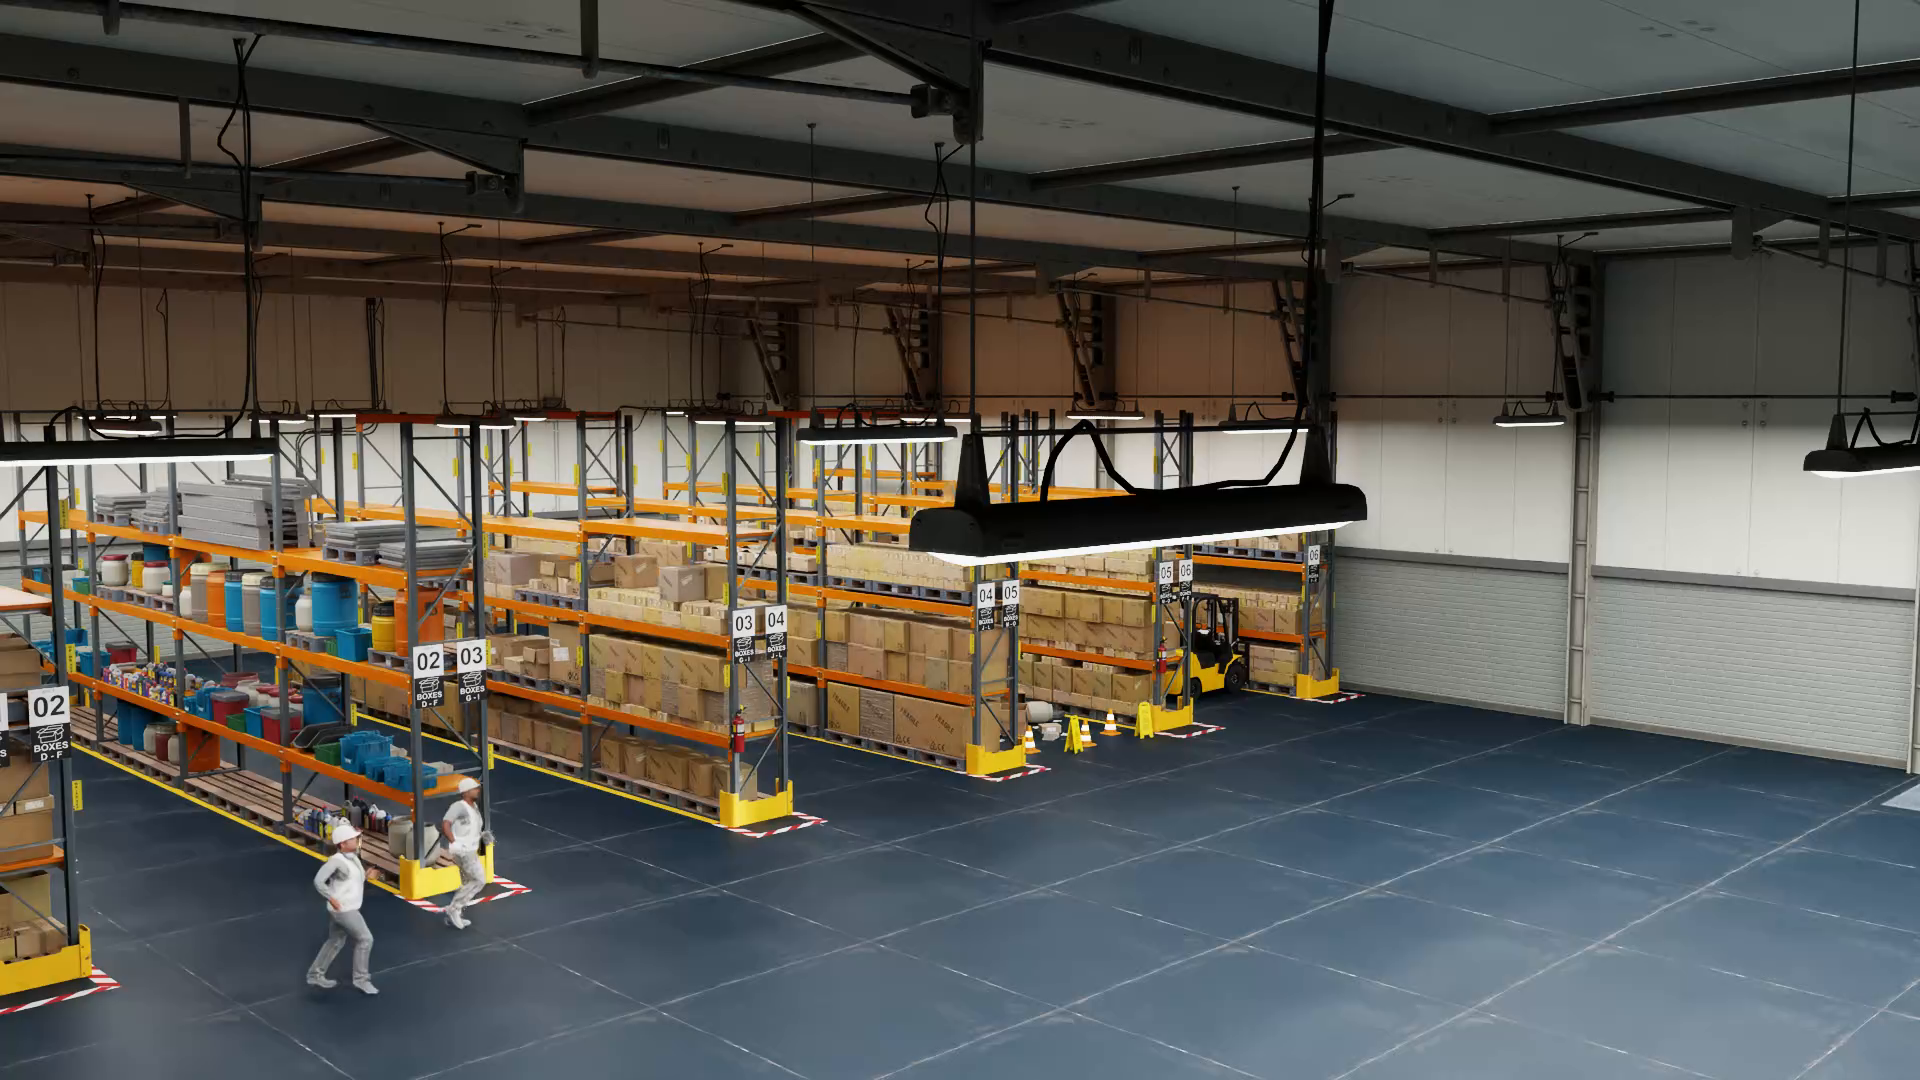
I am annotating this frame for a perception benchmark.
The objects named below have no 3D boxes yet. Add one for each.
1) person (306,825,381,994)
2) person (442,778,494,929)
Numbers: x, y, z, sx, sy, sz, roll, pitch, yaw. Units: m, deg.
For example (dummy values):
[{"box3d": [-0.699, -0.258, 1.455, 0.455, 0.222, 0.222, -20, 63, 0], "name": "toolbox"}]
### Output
[{"box3d": [-6.544, 3.928, 17.649, 0.781, 1.843, 0.628, -1, 5, -15], "name": "person"}, {"box3d": [-5.891, 3.735, 19.996, 0.557, 1.723, 0.750, -1, 5, -7], "name": "person"}]
